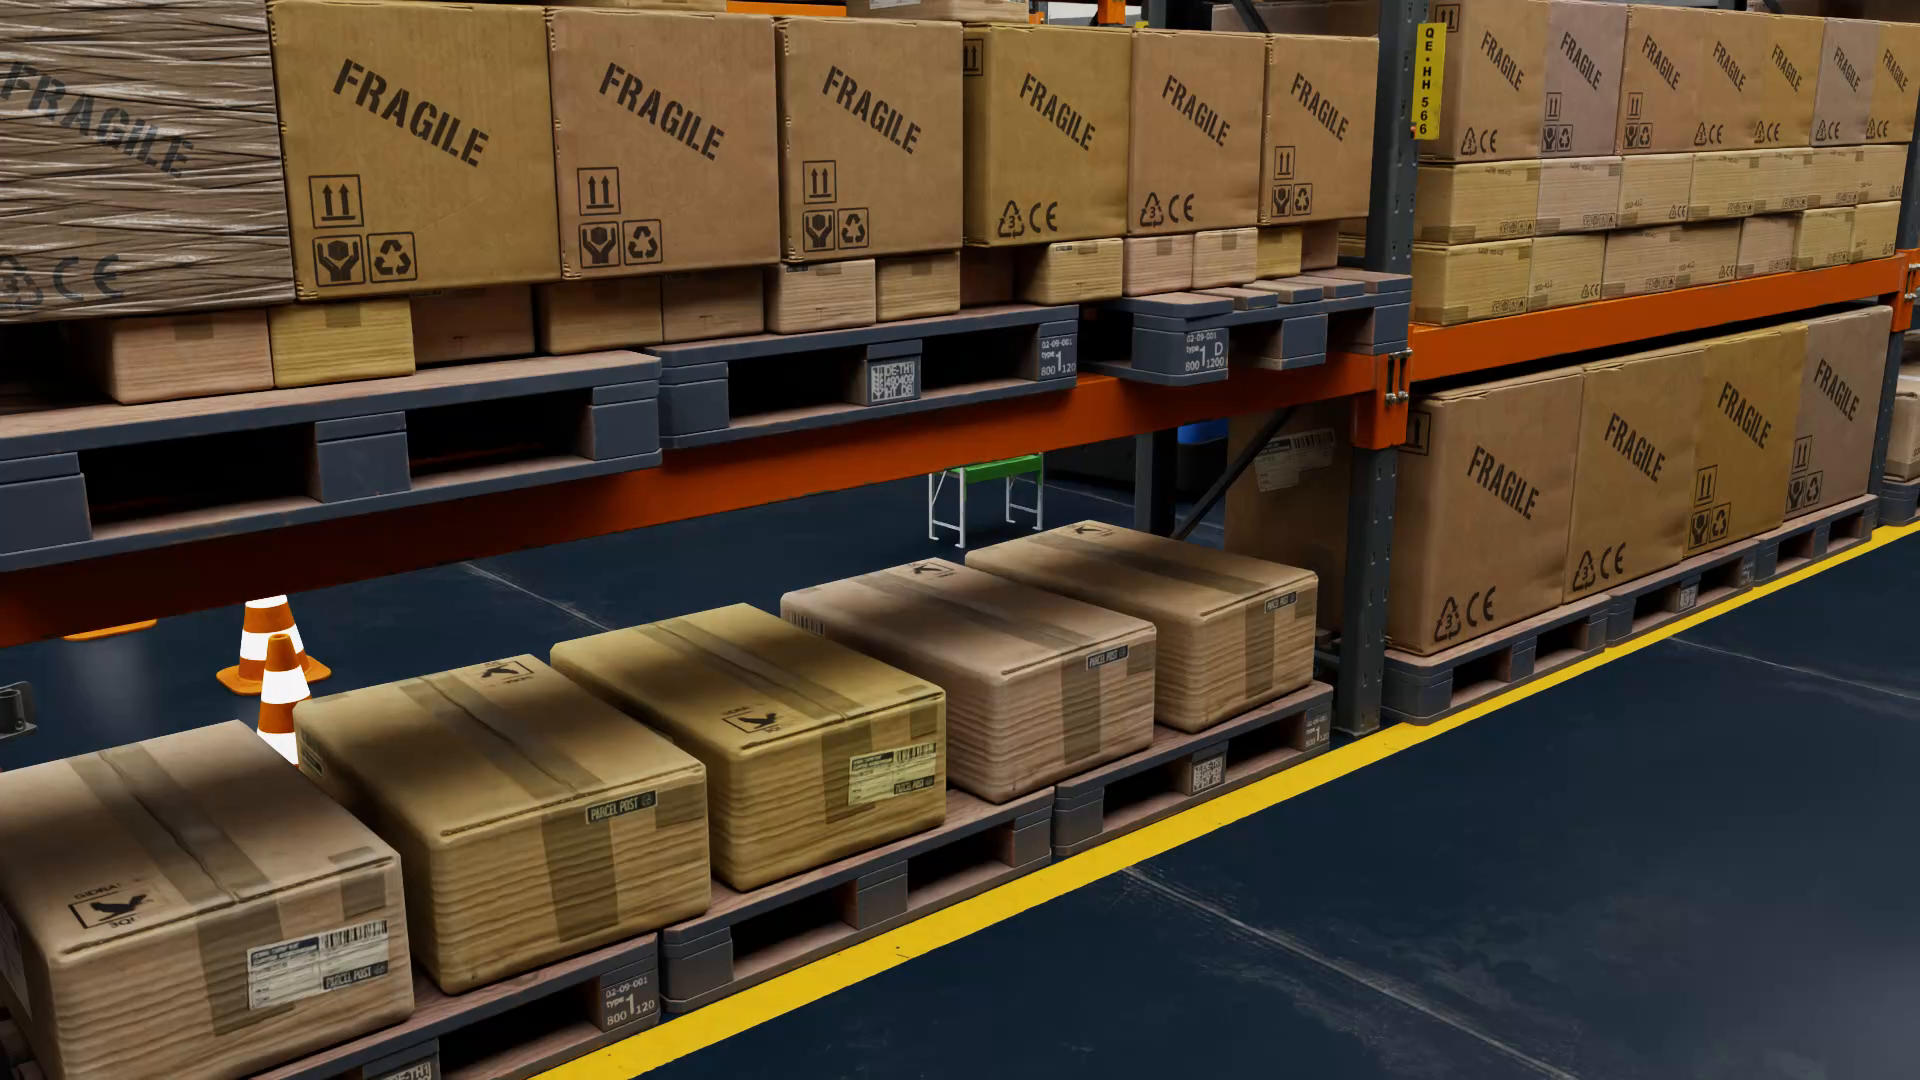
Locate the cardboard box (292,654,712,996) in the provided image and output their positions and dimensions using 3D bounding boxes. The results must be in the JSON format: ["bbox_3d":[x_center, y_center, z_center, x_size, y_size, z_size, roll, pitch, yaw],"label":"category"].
[{"bbox_3d":[-1.090,0.619,3.900,0.625,0.372,0.950,-11,19,-36],"label":"cardboard box"}]

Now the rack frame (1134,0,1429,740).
[{"bbox_3d":[0.993,-0.914,5.359,0.127,3.000,1.000,-13,19,-39],"label":"rack frame"}]

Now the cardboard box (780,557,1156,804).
[{"bbox_3d":[0.009,0.373,4.819,0.625,0.372,0.950,-13,20,-40],"label":"cardboard box"}]

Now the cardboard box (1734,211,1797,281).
[{"bbox_3d":[3.060,-1.226,6.819,0.500,0.250,0.500,-13,20,-41],"label":"cardboard box"}]

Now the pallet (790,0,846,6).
[{"bbox_3d":[-0.950,-5.269,16.024,1.213,0.211,1.003,-13,19,-39],"label":"pallet"}]

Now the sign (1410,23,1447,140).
[{"bbox_3d":[1.357,-1.331,4.830,0.005,0.325,0.100,-13,19,-39],"label":"sign"}]

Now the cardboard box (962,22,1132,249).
[{"bbox_3d":[0.070,-1.002,4.106,0.500,0.500,0.500,-14,21,-43],"label":"cardboard box"}]

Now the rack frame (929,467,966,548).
[{"bbox_3d":[-0.059,-0.566,7.545,0.015,1.200,0.240,-13,19,-39],"label":"rack frame"}]

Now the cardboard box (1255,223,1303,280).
[{"bbox_3d":[0.746,-0.835,4.735,0.250,0.149,0.380,-12,19,-39],"label":"cardboard box"}]

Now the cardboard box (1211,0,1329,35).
[{"bbox_3d":[1.212,-1.584,5.735,0.500,0.500,0.500,-13,20,-41],"label":"cardboard box"}]

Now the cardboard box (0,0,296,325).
[{"bbox_3d":[-1.482,-0.655,2.805,0.500,0.500,0.500,-12,19,-38],"label":"cardboard box"}]

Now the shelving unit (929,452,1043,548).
[{"bbox_3d":[0.125,-0.608,7.700,0.503,1.200,0.258,-13,19,-39],"label":"shelving unit"}]

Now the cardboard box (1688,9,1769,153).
[{"bbox_3d":[2.677,-1.737,6.307,0.500,0.500,0.500,-12,19,-38],"label":"cardboard box"}]

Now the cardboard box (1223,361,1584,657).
[{"bbox_3d":[1.569,-0.191,5.956,0.875,0.875,0.875,-13,20,-40],"label":"cardboard box"}]

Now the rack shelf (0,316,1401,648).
[{"bbox_3d":[-0.515,-0.228,4.183,4.000,0.370,1.077,-13,19,-39],"label":"rack shelf"}]

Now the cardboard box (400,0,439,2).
[{"bbox_3d":[-1.313,-1.186,3.537,0.250,0.149,0.380,-13,20,-41],"label":"cardboard box"}]

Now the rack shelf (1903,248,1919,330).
[{"bbox_3d":[5.520,-1.583,9.257,4.000,0.370,1.077,-13,19,-39],"label":"rack shelf"}]

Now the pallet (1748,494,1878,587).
[{"bbox_3d":[3.478,-0.099,7.711,1.213,0.211,1.003,-13,19,-39],"label":"pallet"}]

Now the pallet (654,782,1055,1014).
[{"bbox_3d":[-0.517,0.771,4.454,1.213,0.211,1.003,-13,19,-39],"label":"pallet"}]

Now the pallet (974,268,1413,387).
[{"bbox_3d":[0.526,-0.680,4.854,1.003,0.211,1.213,-13,19,-39],"label":"pallet"}]

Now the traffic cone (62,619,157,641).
[{"bbox_3d":[-3.347,0.110,6.443,0.334,0.463,0.336,-13,19,-39],"label":"traffic cone"}]

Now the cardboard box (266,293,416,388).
[{"bbox_3d":[-1.206,-0.390,3.072,0.250,0.149,0.380,-12,19,-38],"label":"cardboard box"}]

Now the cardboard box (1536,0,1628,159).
[{"bbox_3d":[1.894,-1.567,5.673,0.500,0.500,0.500,-13,19,-39],"label":"cardboard box"}]

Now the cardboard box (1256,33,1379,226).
[{"bbox_3d":[0.833,-1.178,4.762,0.500,0.500,0.500,-13,20,-41],"label":"cardboard box"}]

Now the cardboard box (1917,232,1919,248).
[{"bbox_3d":[4.537,-1.668,7.990,0.500,0.500,0.500,-12,19,-38],"label":"cardboard box"}]

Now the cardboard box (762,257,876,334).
[{"bbox_3d":[-0.398,-0.565,3.727,0.250,0.149,0.380,-12,19,-37],"label":"cardboard box"}]

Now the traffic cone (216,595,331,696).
[{"bbox_3d":[-2.445,0.263,5.869,0.334,0.463,0.336,-13,19,-39],"label":"traffic cone"}]

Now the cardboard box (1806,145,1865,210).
[{"bbox_3d":[3.466,-1.552,7.071,0.500,0.250,0.500,-12,19,-38],"label":"cardboard box"}]

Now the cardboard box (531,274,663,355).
[{"bbox_3d":[-0.820,-0.489,3.441,0.250,0.149,0.380,-12,19,-39],"label":"cardboard box"}]

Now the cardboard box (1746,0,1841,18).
[{"bbox_3d":[4.034,-2.550,8.097,0.250,0.149,0.380,-13,20,-40],"label":"cardboard box"}]

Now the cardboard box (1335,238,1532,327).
[{"bbox_3d":[1.528,-0.875,5.505,0.500,0.250,0.500,-13,20,-40],"label":"cardboard box"}]

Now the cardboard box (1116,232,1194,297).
[{"bbox_3d":[0.390,-0.742,4.389,0.250,0.149,0.380,-14,20,-42],"label":"cardboard box"}]

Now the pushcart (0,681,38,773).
[{"bbox_3d":[-3.559,0.595,4.790,1.648,0.377,0.936,8,17,28],"label":"pushcart"}]

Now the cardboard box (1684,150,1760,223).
[{"bbox_3d":[2.704,-1.373,6.401,0.500,0.250,0.500,-12,19,-38],"label":"cardboard box"}]

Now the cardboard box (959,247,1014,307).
[{"bbox_3d":[-0.081,-0.675,4.136,0.250,0.149,0.380,-12,19,-39],"label":"cardboard box"}]

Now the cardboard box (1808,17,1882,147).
[{"bbox_3d":[3.453,-1.909,6.954,0.500,0.500,0.500,-12,19,-38],"label":"cardboard box"}]

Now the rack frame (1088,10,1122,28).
[{"bbox_3d":[0.685,-2.538,11.439,0.127,3.000,1.000,-13,19,-39],"label":"rack frame"}]

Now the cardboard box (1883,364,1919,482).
[{"bbox_3d":[4.555,-0.642,8.492,0.875,0.438,0.875,-13,20,-40],"label":"cardboard box"}]

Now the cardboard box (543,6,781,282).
[{"bbox_3d":[-0.723,-0.821,3.427,0.500,0.500,0.500,-13,20,-40],"label":"cardboard box"}]

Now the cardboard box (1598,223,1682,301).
[{"bbox_3d":[2.303,-1.054,6.172,0.500,0.250,0.500,-12,19,-38],"label":"cardboard box"}]

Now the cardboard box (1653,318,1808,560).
[{"bbox_3d":[2.919,-0.493,7.086,0.875,0.875,0.875,-12,19,-38],"label":"cardboard box"}]

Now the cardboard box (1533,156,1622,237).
[{"bbox_3d":[1.928,-1.208,5.782,0.500,0.250,0.500,-12,19,-38],"label":"cardboard box"}]

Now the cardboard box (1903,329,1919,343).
[{"bbox_3d":[5.911,-0.946,9.631,0.875,0.438,0.875,-12,19,-38],"label":"cardboard box"}]

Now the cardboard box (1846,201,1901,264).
[{"bbox_3d":[3.838,-1.394,7.447,0.500,0.250,0.500,-13,20,-41],"label":"cardboard box"}]

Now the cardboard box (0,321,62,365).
[{"bbox_3d":[-1.817,-0.459,3.328,0.250,0.149,0.380,-12,19,-39],"label":"cardboard box"}]

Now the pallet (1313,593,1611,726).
[{"bbox_3d":[1.638,0.314,6.164,1.213,0.211,1.003,-13,19,-39],"label":"pallet"}]

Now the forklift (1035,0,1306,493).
[{"bbox_3d":[1.740,-1.969,9.441,1.130,2.935,3.031,12,19,38],"label":"forklift"}]

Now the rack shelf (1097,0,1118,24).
[{"bbox_3d":[-0.823,-3.301,9.877,4.000,0.370,1.077,-13,19,-39],"label":"rack shelf"}]

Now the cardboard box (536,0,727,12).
[{"bbox_3d":[-0.685,-1.159,3.437,0.250,0.149,0.380,-11,19,-36],"label":"cardboard box"}]

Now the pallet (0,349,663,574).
[{"bbox_3d":[-1.352,-0.245,3.225,1.213,0.211,1.003,-13,19,-39],"label":"pallet"}]
